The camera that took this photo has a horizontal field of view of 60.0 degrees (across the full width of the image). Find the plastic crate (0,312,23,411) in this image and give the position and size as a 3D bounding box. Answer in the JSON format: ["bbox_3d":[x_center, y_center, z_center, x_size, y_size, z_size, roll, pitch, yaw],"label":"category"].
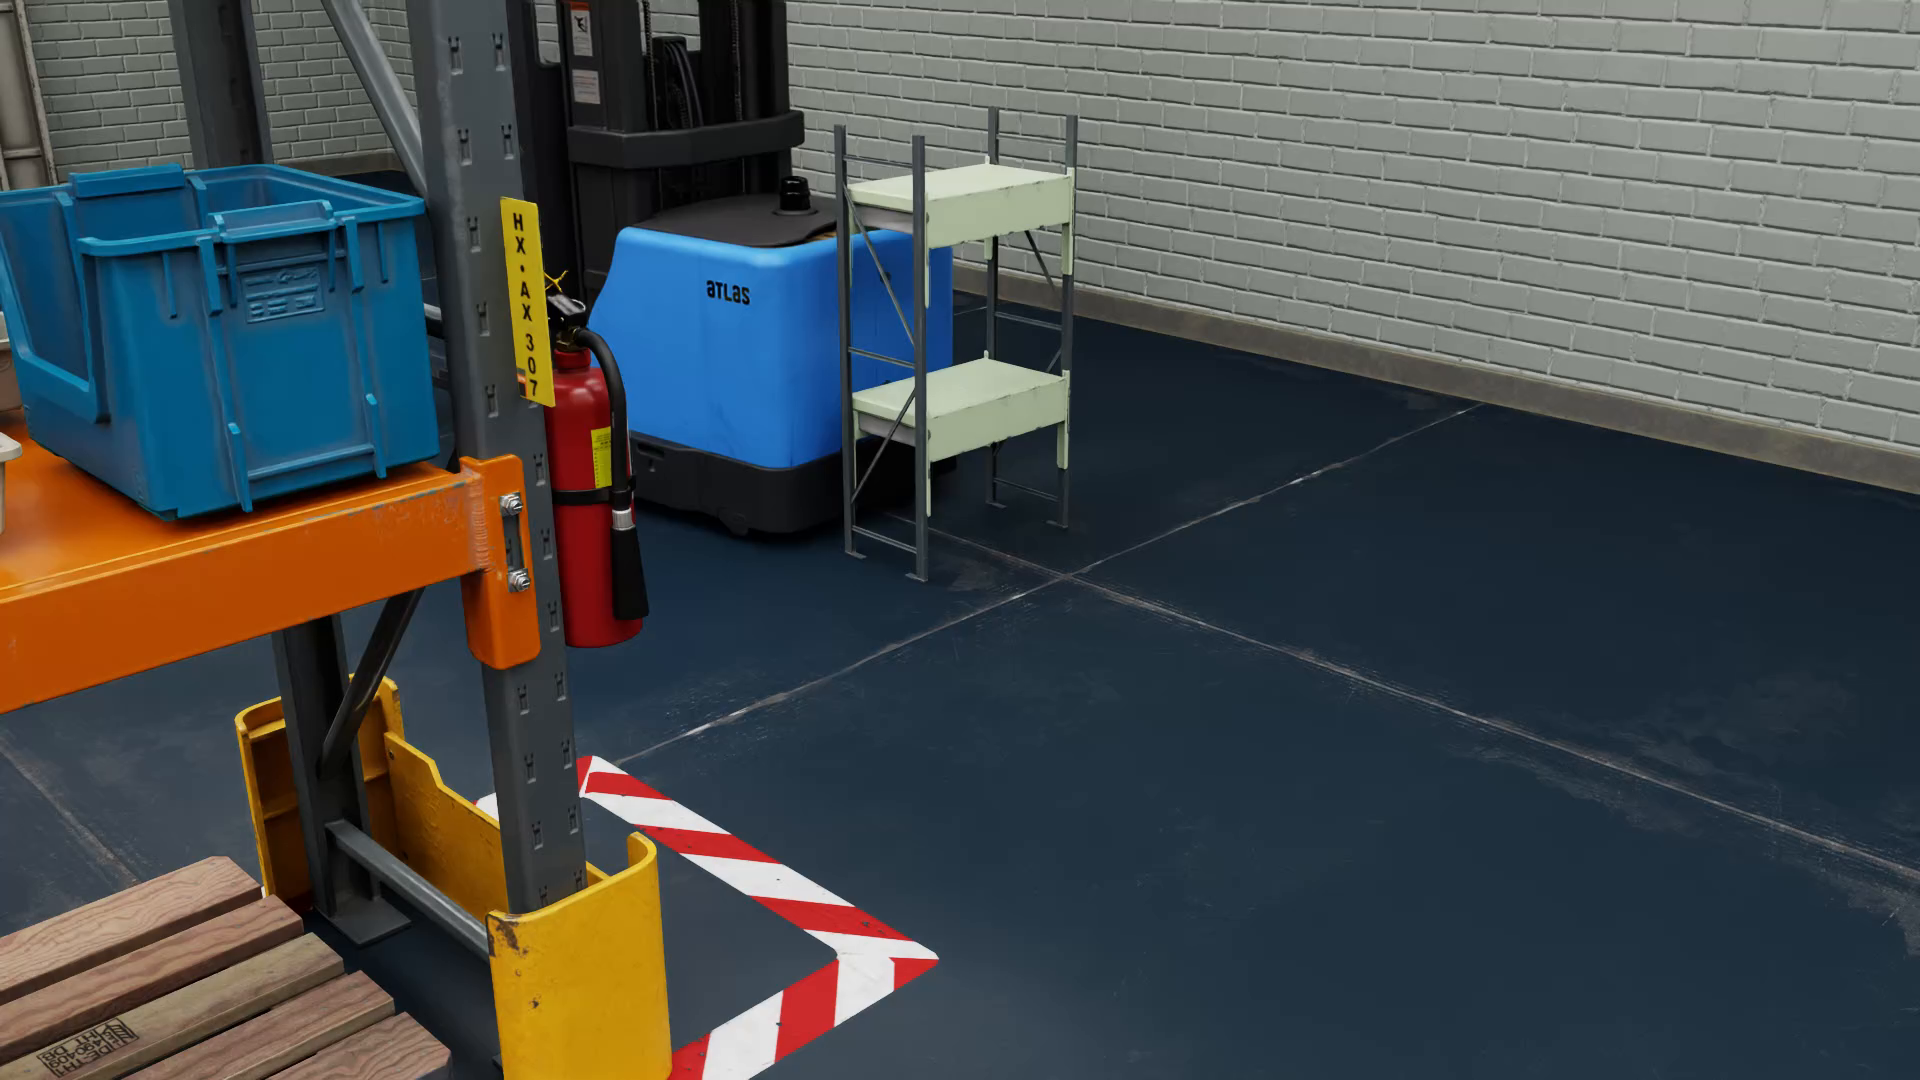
[{"bbox_3d":[-1.784,-0.297,2.949,0.250,0.136,0.298,19,28,41],"label":"plastic crate"}]

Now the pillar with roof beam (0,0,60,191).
[{"bbox_3d":[-3.843,-5.547,7.964,9.100,9.000,0.400,19,28,41],"label":"pillar with roof beam"}]

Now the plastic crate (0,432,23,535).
[{"bbox_3d":[-1.532,-0.084,2.397,0.396,0.136,0.243,19,28,41],"label":"plastic crate"}]

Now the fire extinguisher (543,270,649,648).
[{"bbox_3d":[-0.662,-0.149,2.910,0.296,0.674,0.183,19,28,41],"label":"fire extinguisher"}]

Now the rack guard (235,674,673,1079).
[{"bbox_3d":[-1.086,0.723,3.497,1.175,0.500,0.348,19,28,41],"label":"rack guard"}]

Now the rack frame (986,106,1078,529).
[{"bbox_3d":[0.251,-0.792,6.046,0.400,1.500,0.023,19,28,41],"label":"rack frame"}]

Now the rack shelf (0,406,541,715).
[{"bbox_3d":[-2.488,0.415,1.816,1.077,0.370,4.000,19,28,41],"label":"rack shelf"}]

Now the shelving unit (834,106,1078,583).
[{"bbox_3d":[-0.005,-0.698,5.801,0.431,1.500,0.755,19,28,41],"label":"shelving unit"}]

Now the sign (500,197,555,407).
[{"bbox_3d":[-0.688,-0.377,2.647,0.100,0.325,0.005,19,28,41],"label":"sign"}]

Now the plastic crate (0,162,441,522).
[{"bbox_3d":[-1.193,-0.346,2.661,0.616,0.435,0.499,19,28,41],"label":"plastic crate"}]

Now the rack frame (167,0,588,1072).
[{"bbox_3d":[-1.093,-0.434,3.024,1.000,3.000,0.127,19,28,41],"label":"rack frame"}]

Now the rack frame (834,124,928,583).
[{"bbox_3d":[-0.260,-0.604,5.556,0.400,1.500,0.023,19,28,41],"label":"rack frame"}]

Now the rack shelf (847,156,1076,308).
[{"bbox_3d":[-0.005,-1.063,5.661,0.431,0.370,0.720,19,28,41],"label":"rack shelf"}]

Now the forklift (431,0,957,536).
[{"bbox_3d":[-1.476,-1.796,6.661,3.031,2.935,1.130,16,26,36],"label":"forklift"}]

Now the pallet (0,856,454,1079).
[{"bbox_3d":[-1.696,1.069,2.998,1.003,0.211,1.213,19,28,41],"label":"pallet"}]

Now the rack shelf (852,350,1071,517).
[{"bbox_3d":[-0.005,-0.394,5.918,0.431,0.370,0.720,19,28,41],"label":"rack shelf"}]
